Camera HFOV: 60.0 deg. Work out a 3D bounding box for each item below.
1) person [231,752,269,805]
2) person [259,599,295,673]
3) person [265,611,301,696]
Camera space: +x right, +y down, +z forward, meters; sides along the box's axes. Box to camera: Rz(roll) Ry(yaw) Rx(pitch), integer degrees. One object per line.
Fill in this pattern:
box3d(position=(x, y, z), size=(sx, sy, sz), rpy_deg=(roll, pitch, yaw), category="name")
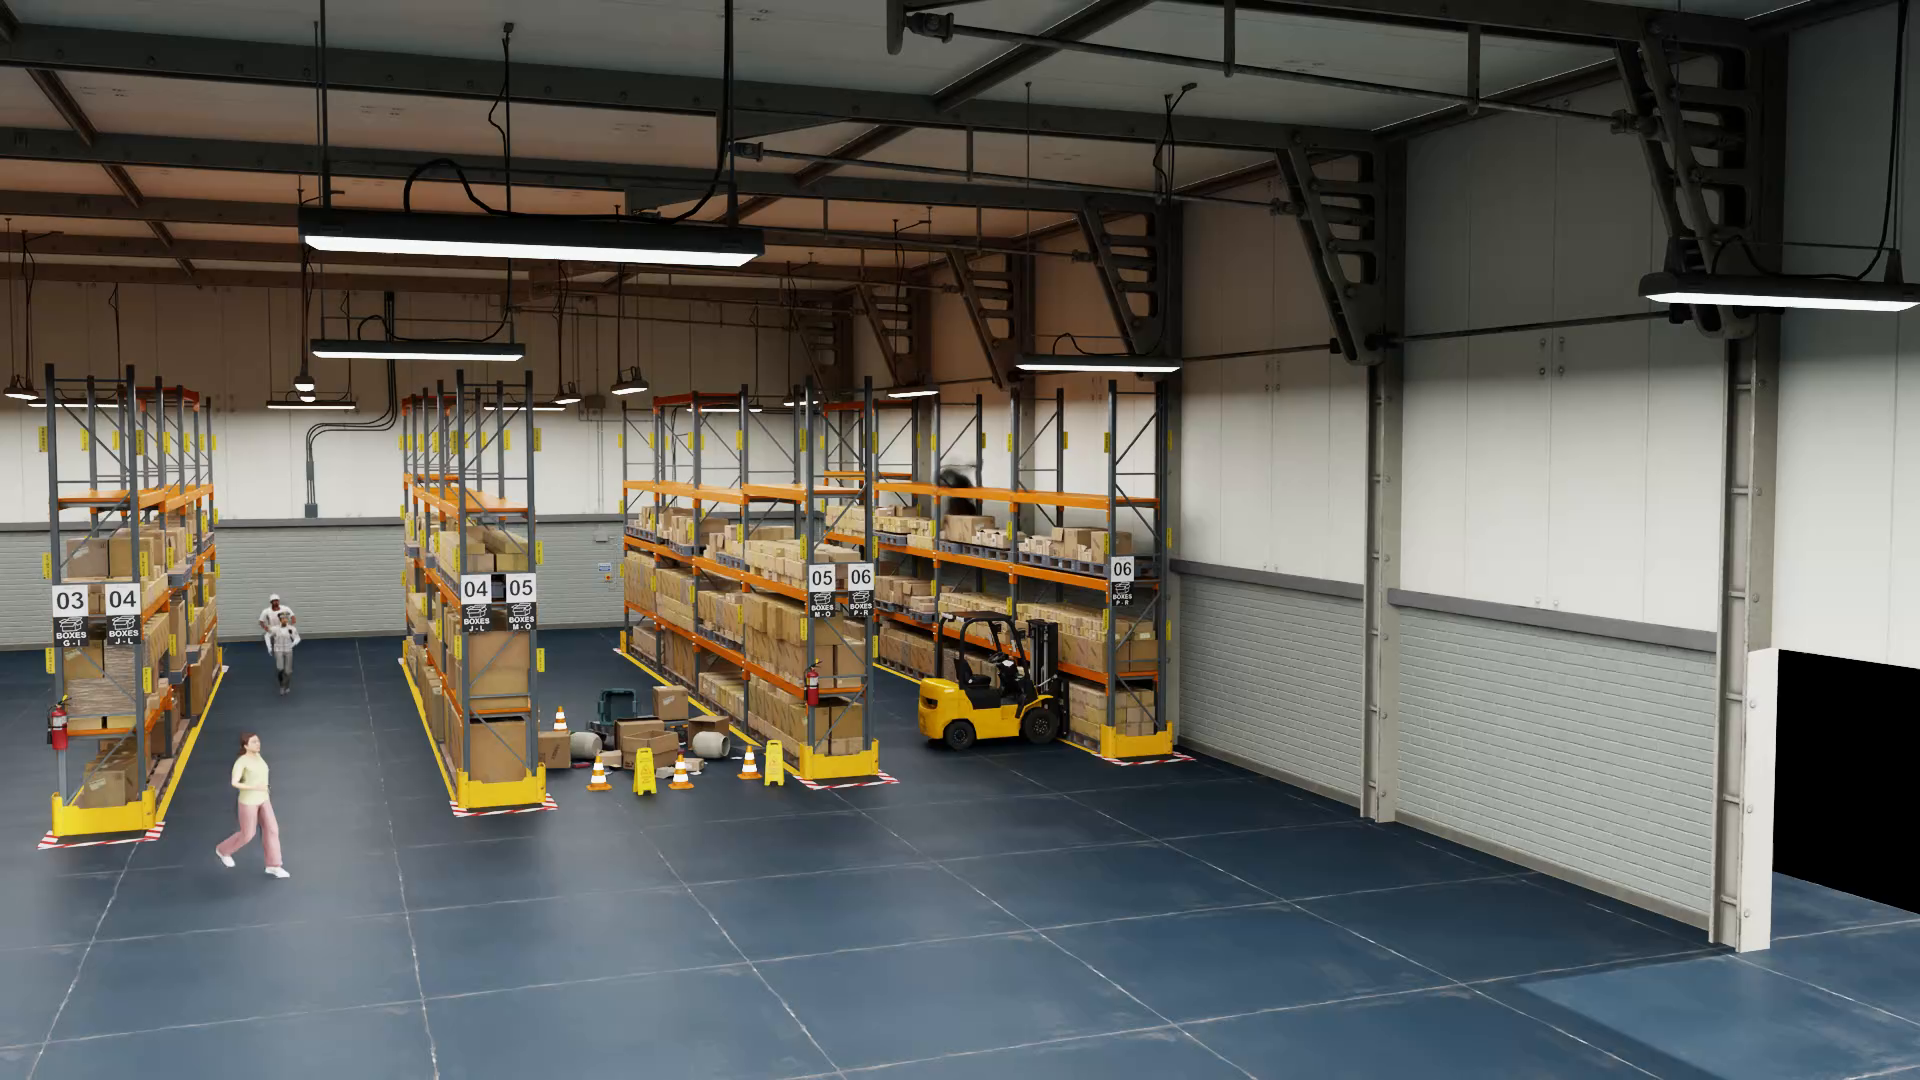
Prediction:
box3d(position=(-8.182, 2.746, 19.165), size=(0.376, 0.578, 0.542), rpy_deg=(1, 3, 17), category="person")
box3d(position=(-14.880, 2.054, 36.265), size=(0.753, 1.679, 0.620), rpy_deg=(-2, 4, -32), category="person")
box3d(position=(-13.426, 2.247, 33.016), size=(0.639, 1.666, 0.662), rpy_deg=(-2, 4, -30), category="person")
